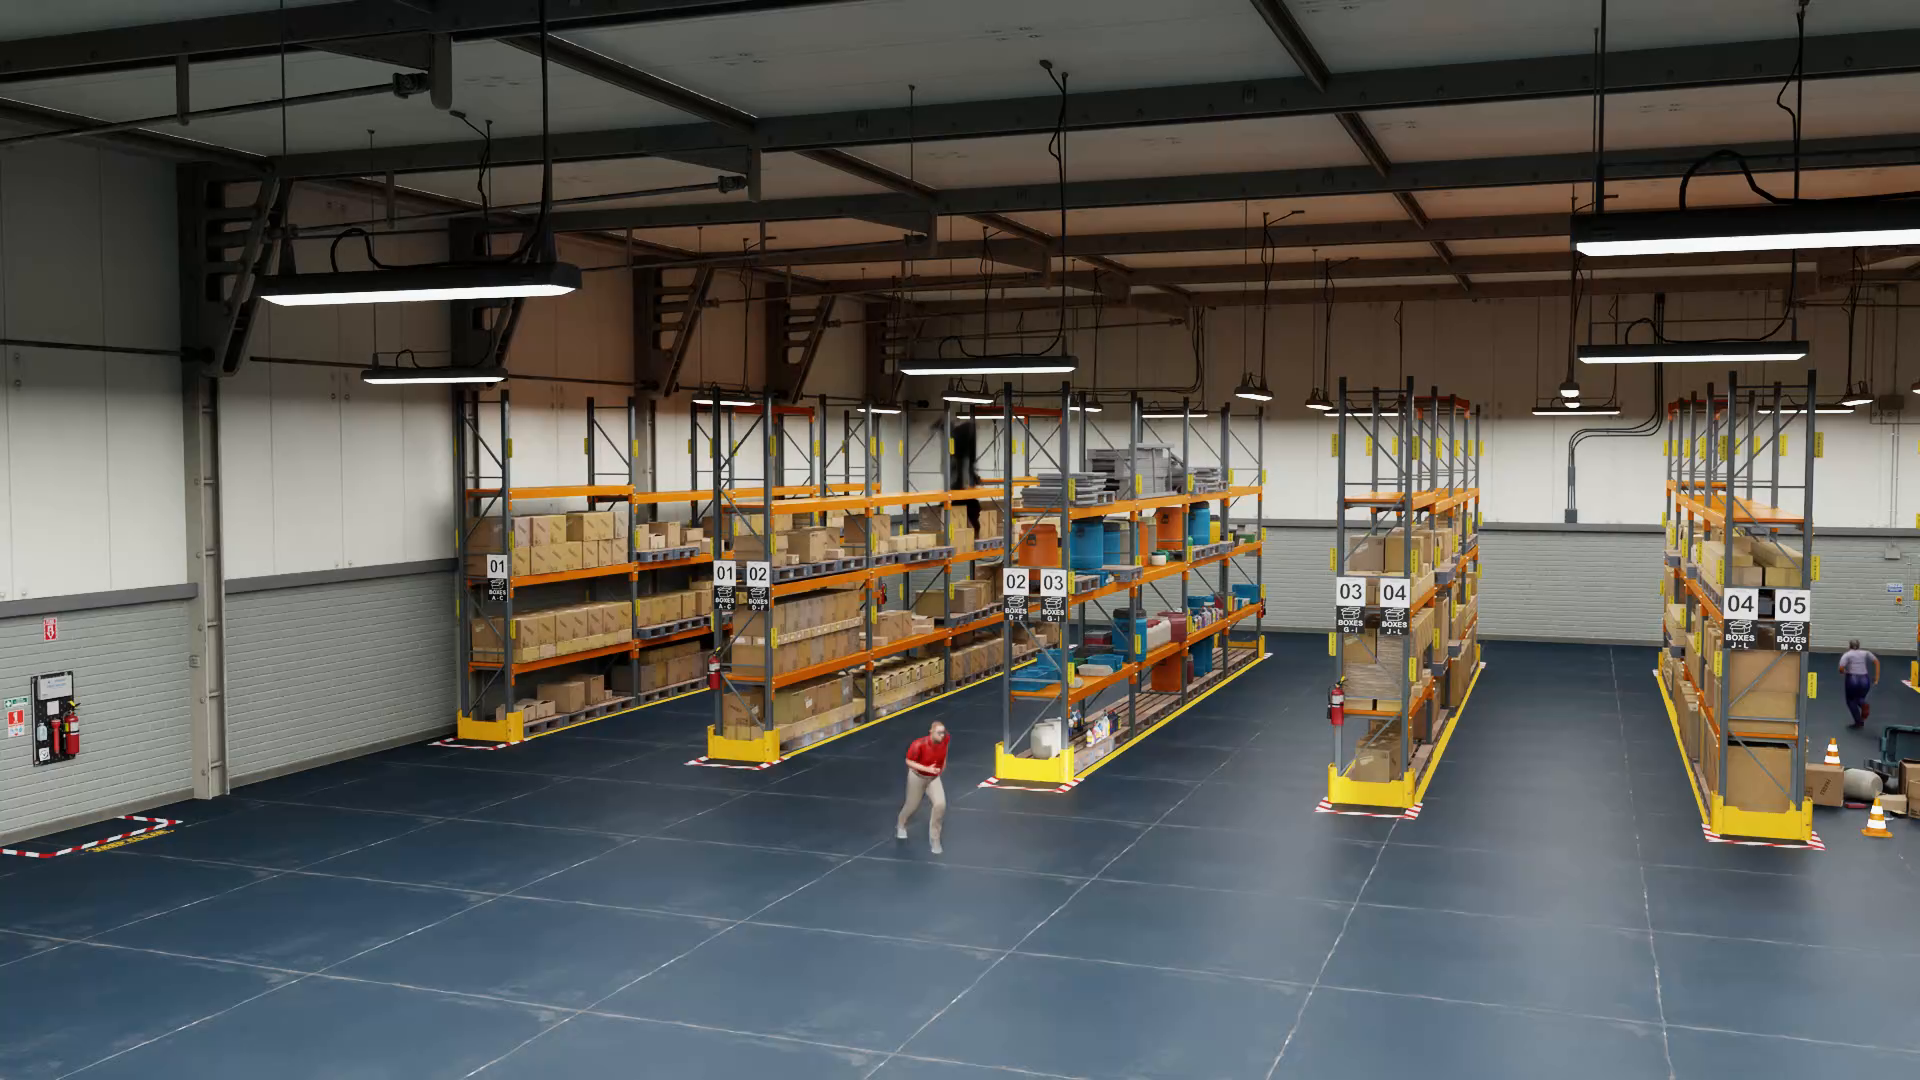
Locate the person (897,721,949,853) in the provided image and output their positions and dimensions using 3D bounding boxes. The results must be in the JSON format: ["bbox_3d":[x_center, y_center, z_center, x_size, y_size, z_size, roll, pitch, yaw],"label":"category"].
[{"bbox_3d":[-0.471,3.070,20.893,0.707,1.697,1.013,-2,4,-34],"label":"person"}]

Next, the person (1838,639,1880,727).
[{"bbox_3d":[16.145,2.582,29.917,0.645,1.590,0.632,1,3,9],"label":"person"}]
